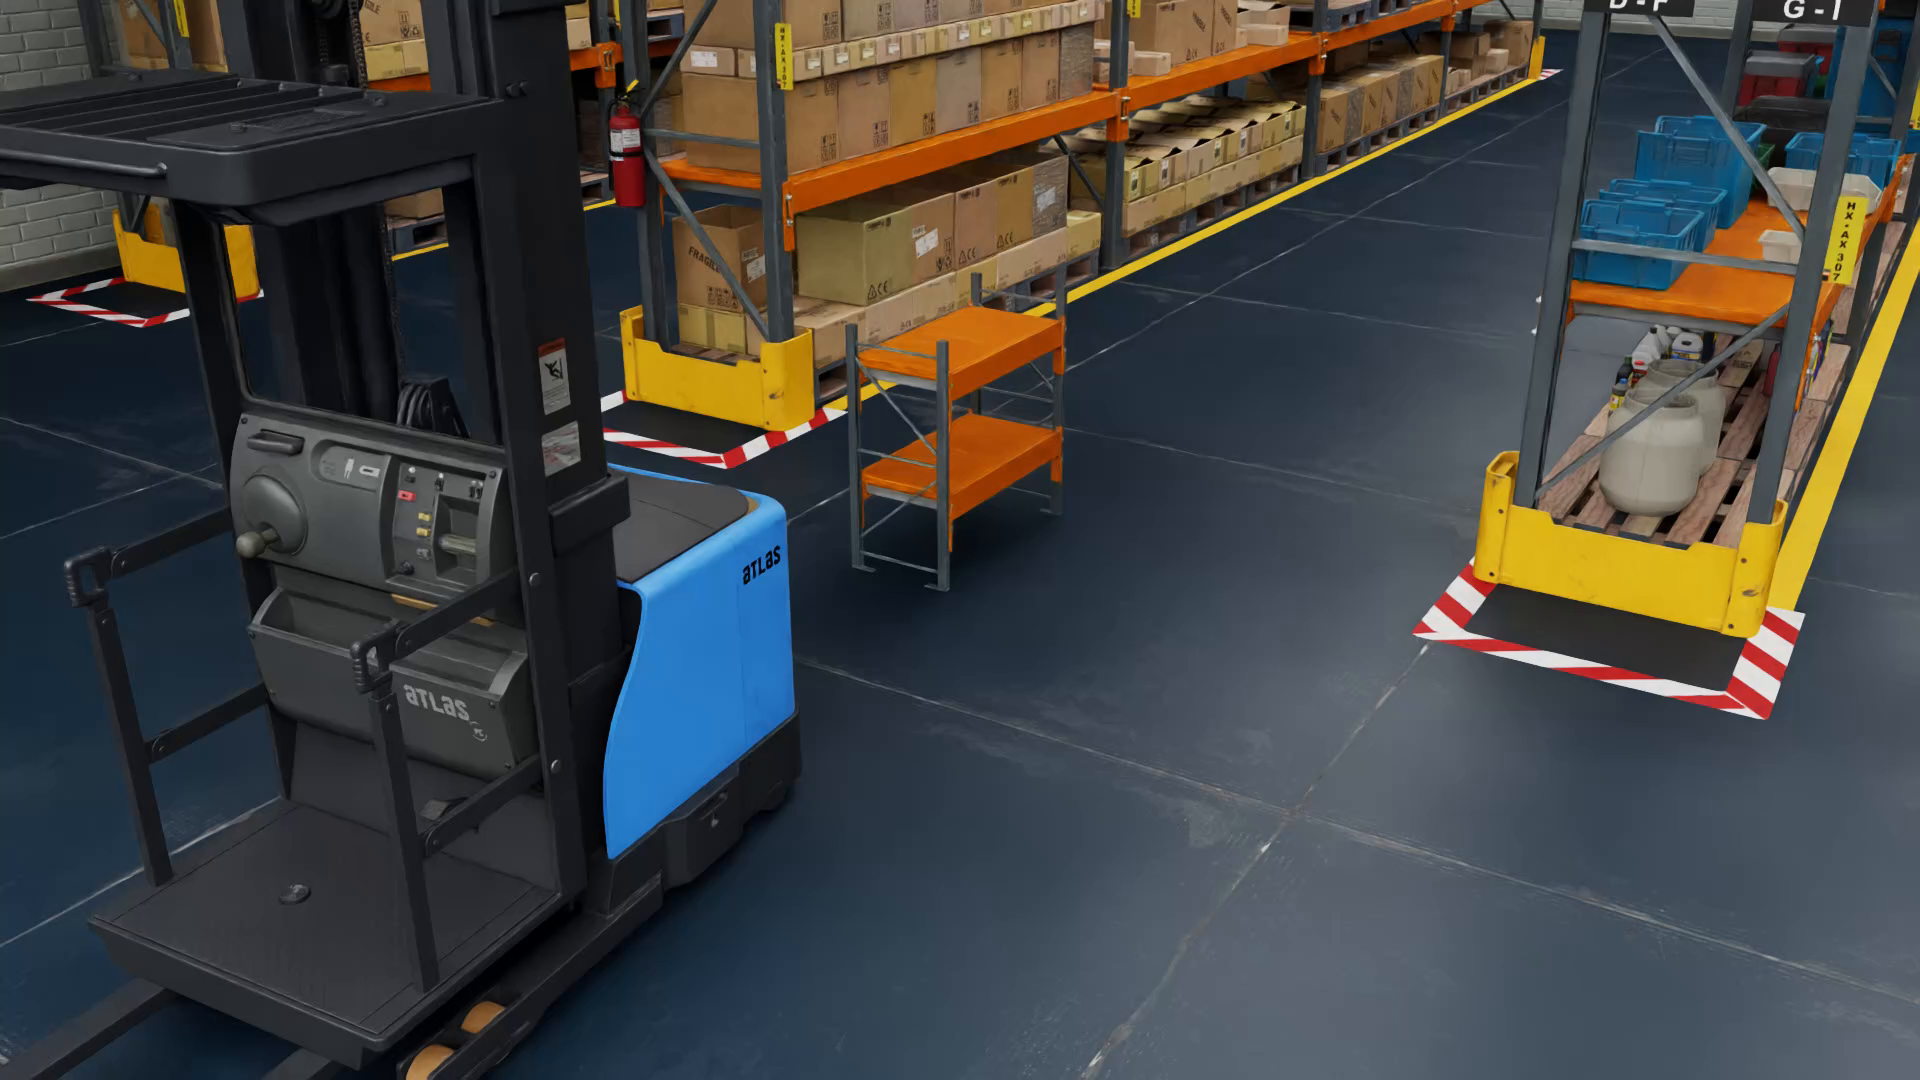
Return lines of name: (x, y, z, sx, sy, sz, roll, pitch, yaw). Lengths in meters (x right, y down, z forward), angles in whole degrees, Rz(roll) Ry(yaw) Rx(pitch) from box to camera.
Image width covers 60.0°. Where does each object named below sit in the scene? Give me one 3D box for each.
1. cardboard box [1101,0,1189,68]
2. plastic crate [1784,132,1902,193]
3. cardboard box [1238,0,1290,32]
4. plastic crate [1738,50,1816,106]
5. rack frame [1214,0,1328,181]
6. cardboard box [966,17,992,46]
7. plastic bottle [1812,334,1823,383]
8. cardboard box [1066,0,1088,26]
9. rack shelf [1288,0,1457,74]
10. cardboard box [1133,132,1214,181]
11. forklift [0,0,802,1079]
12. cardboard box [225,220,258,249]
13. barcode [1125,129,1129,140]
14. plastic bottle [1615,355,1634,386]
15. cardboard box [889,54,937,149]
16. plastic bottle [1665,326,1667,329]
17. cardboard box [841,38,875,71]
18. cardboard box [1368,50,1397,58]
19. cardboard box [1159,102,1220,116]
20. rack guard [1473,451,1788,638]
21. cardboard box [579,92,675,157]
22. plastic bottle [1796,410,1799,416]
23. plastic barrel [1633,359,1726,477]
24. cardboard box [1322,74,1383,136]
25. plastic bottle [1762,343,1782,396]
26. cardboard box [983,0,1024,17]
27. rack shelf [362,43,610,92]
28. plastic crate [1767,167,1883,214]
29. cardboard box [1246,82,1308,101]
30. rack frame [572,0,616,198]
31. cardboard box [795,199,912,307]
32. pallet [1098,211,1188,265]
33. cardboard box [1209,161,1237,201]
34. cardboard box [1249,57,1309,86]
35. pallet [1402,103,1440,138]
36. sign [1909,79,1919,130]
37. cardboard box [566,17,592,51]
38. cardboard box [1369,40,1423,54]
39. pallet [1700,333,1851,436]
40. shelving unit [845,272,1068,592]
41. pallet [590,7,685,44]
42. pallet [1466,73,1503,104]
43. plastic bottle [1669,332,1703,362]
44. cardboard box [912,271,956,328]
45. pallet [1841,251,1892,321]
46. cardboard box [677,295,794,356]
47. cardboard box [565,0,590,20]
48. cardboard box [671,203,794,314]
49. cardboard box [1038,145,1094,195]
cardboard box: (1.441, -3.978, 13.038, 0.500, 0.500, 0.500, 16, 28, 33)
plastic crate: (4.598, -1.961, 8.691, 0.499, 0.251, 0.616, 14, 27, 29)
cardboard box: (2.625, -4.694, 14.931, 0.500, 0.311, 0.500, 16, 28, 32)
plastic crate: (4.946, -2.717, 10.169, 0.402, 0.464, 0.583, 14, 27, 29)
rack frame: (2.854, -4.849, 15.175, 1.000, 3.000, 0.127, 14, 27, 29)
cardboard box: (-0.026, -3.187, 10.395, 0.380, 0.149, 0.250, 15, 28, 31)
plastic bottle: (4.704, -1.009, 9.170, 0.061, 0.283, 0.133, 16, 28, 32)
cardboard box: (0.651, -3.623, 11.400, 0.380, 0.149, 0.250, 13, 27, 28)
rack shelf: (3.909, -5.194, 16.877, 1.077, 0.370, 4.000, 14, 27, 29)
cardboard box: (1.715, -3.117, 13.402, 0.500, 0.311, 0.500, 13, 27, 27)
forklift: (-1.671, -0.065, 4.210, 1.130, 2.935, 3.031, 12, 26, 25)
cardboard box: (-5.135, -2.368, 12.276, 0.500, 0.311, 0.500, 11, 26, 23)
barcode: (1.233, -2.993, 12.273, 0.001, 0.075, 0.075, 14, 27, 29)
plastic bottle: (3.483, -0.820, 8.734, 0.061, 0.283, 0.133, 15, 27, 30)
cardboard box: (-0.569, -2.694, 10.072, 0.700, 0.500, 0.500, 14, 27, 29)
plastic bottle: (3.950, -1.119, 9.424, 0.061, 0.283, 0.133, 15, 28, 31)
cardboard box: (-0.706, -2.753, 9.392, 0.380, 0.149, 0.250, 14, 27, 29)
cardboard box: (4.502, -5.142, 18.444, 0.500, 0.500, 0.500, 13, 26, 27)
cardboard box: (2.059, -3.743, 14.847, 0.500, 0.311, 0.500, 13, 27, 28)
rack guard: (2.841, 0.002, 7.116, 1.175, 0.500, 0.348, 14, 27, 29)
cardboard box: (-3.092, -3.842, 15.443, 0.700, 0.500, 0.500, 15, 28, 31)
plastic bottle: (4.348, -0.757, 8.691, 0.097, 0.201, 0.097, 0, 23, 0)
plastic barrel: (3.387, -0.568, 7.889, 0.421, 0.512, 0.421, 0, 23, 0)
cardboard box: (3.878, -4.344, 16.601, 0.500, 0.500, 0.500, 13, 27, 28)
plastic bottle: (4.404, -0.932, 8.991, 0.061, 0.283, 0.133, 14, 27, 29)
cardboard box: (-0.014, -3.649, 10.645, 0.700, 0.500, 0.500, 14, 27, 29)
rack shelf: (-4.521, -3.531, 13.035, 1.077, 0.370, 4.000, 14, 27, 29)
plastic crate: (4.309, -1.738, 8.320, 0.530, 0.136, 0.437, 14, 27, 29)
cardboard box: (3.148, -4.269, 16.427, 0.500, 0.500, 0.500, 15, 28, 31)
rack frame: (-3.466, -4.536, 14.452, 1.000, 3.000, 0.127, 14, 27, 29)
cardboard box: (-0.632, -1.727, 9.953, 0.500, 0.500, 0.500, 14, 27, 29)
pallet: (1.100, -2.476, 13.204, 1.003, 0.211, 1.213, 14, 27, 29)
cardboard box: (1.978, -3.033, 13.913, 0.500, 0.250, 0.500, 14, 27, 30)
cardboard box: (3.174, -4.633, 16.324, 0.500, 0.250, 0.500, 15, 28, 31)
pallet: (4.567, -4.637, 18.195, 1.003, 0.211, 1.213, 14, 27, 29)
sign: (5.412, -2.468, 9.326, 0.100, 0.325, 0.005, 14, 27, 29)
cardboard box: (-3.458, -4.253, 13.962, 0.500, 0.250, 0.500, 14, 27, 29)
cardboard box: (5.024, -5.506, 19.285, 0.500, 0.500, 0.500, 14, 27, 29)
pallet: (4.561, -0.962, 9.707, 1.003, 0.211, 1.213, 14, 27, 29)
shelving unit: (0.004, -0.518, 7.532, 0.538, 1.125, 1.048, 14, 27, 29)
pallet: (-2.939, -4.675, 15.015, 1.003, 0.211, 1.213, 14, 27, 29)
pallet: (5.970, -5.564, 20.338, 1.003, 0.211, 1.213, 14, 27, 29)
plastic bottle: (3.988, -0.996, 9.151, 0.152, 0.276, 0.135, 14, 27, 29)
cardboard box: (-0.369, -1.552, 10.493, 0.500, 0.250, 0.500, 14, 27, 29)
pallet: (5.975, -1.867, 11.796, 1.003, 0.211, 1.213, 14, 27, 29)
cardboard box: (-1.334, -1.323, 9.962, 0.500, 0.250, 0.500, 14, 27, 29)
cardboard box: (-3.453, -4.596, 13.810, 0.500, 0.500, 0.500, 14, 27, 29)
cardboard box: (-1.335, -1.667, 9.814, 0.500, 0.500, 0.500, 14, 27, 29)
cardboard box: (0.715, -2.884, 12.863, 0.500, 0.311, 0.500, 14, 27, 29)
